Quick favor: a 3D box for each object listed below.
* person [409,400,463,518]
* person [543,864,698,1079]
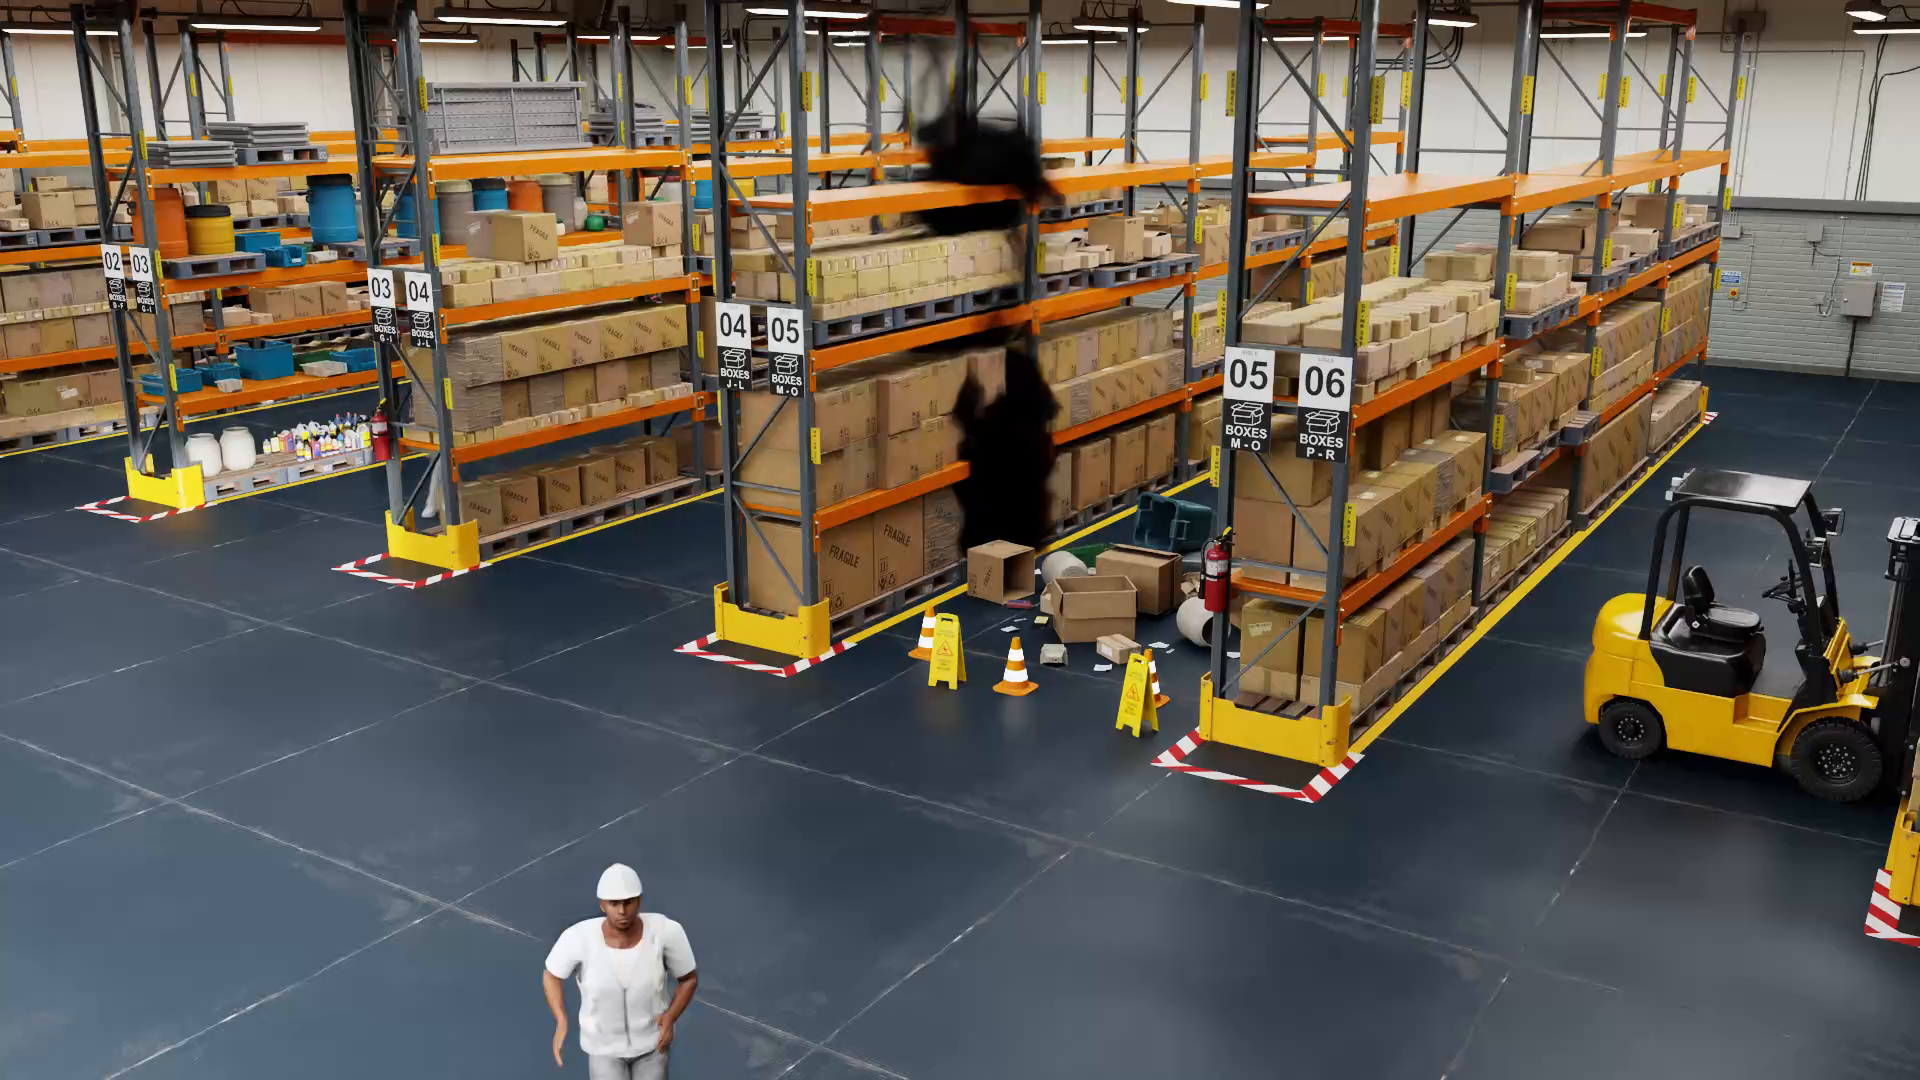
[{"bbox_3d":[-6.377,-1.242,20.237,0.698,1.794,0.925,6,17,21],"label":"person"},{"bbox_3d":[-1.537,2.318,7.675,0.698,1.720,0.576,-5,16,-16],"label":"person"}]
